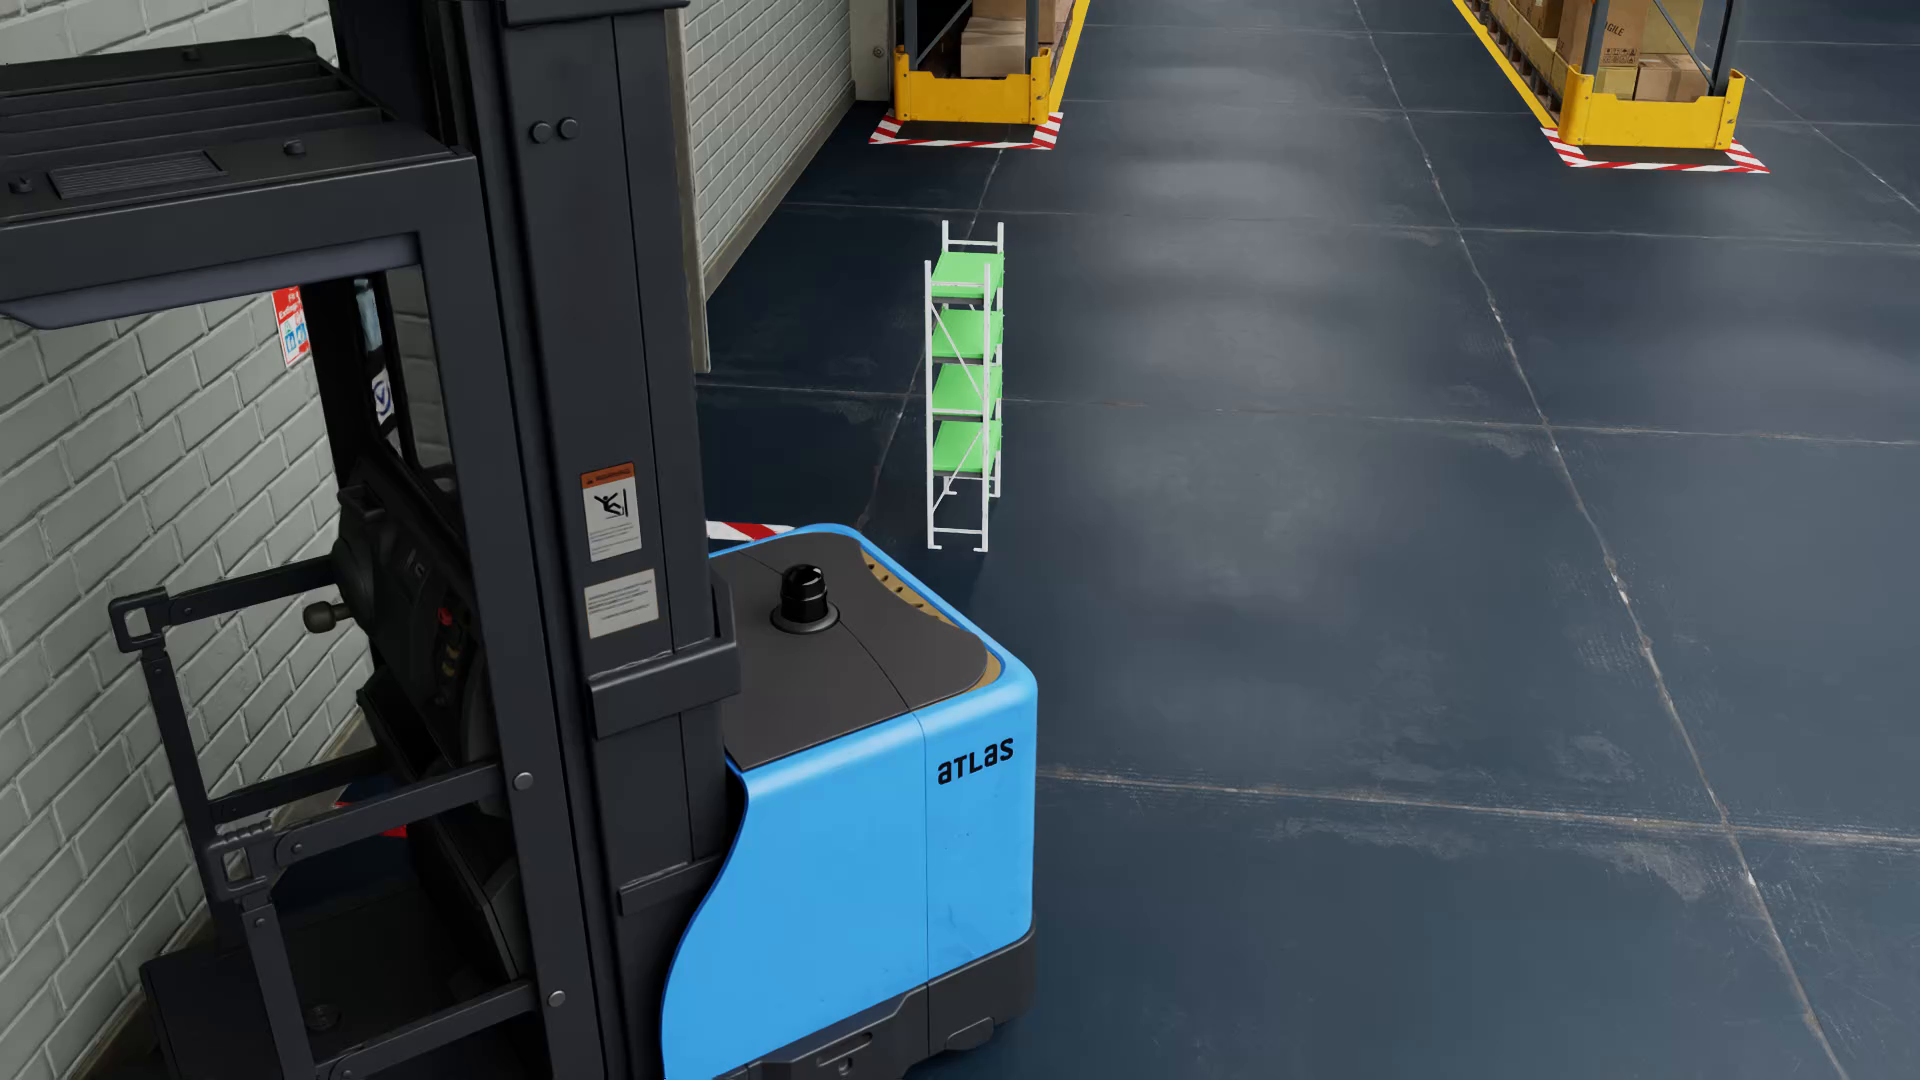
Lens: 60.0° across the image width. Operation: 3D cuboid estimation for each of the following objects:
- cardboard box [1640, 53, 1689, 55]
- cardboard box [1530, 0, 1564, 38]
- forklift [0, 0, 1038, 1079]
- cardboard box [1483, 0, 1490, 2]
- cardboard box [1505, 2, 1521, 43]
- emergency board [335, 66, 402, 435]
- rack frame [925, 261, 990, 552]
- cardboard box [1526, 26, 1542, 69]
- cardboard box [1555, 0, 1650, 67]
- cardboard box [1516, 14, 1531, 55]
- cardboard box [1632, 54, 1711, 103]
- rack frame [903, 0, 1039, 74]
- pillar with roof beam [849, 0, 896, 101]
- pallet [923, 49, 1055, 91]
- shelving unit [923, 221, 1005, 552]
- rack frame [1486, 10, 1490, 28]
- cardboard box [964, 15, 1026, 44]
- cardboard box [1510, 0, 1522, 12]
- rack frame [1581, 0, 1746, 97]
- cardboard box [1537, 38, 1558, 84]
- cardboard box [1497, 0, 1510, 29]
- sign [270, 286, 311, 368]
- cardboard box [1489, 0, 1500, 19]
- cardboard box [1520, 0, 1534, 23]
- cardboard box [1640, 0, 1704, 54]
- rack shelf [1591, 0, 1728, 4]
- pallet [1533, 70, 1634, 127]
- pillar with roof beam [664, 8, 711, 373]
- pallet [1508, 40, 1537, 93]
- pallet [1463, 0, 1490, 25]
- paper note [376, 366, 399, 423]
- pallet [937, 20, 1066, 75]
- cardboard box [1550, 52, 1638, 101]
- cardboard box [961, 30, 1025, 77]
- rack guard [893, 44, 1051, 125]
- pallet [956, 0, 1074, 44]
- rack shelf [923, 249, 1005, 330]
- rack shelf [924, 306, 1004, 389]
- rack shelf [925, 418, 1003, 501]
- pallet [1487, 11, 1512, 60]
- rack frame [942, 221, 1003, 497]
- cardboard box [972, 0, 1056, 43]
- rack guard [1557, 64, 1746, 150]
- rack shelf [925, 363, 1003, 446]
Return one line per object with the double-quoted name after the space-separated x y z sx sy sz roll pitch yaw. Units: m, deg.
5.343 -3.702 12.916 0.500 0.250 0.500 3 28 6 "cardboard box"
4.877 -4.299 13.232 0.500 0.500 0.500 3 28 6 "cardboard box"
-1.318 0.158 3.367 3.031 2.935 1.130 -17 33 -29 "forklift"
5.252 -5.322 15.923 0.500 0.250 0.500 3 28 6 "cardboard box"
4.999 -4.439 14.284 0.500 0.250 0.500 3 28 6 "cardboard box"
-1.766 -0.934 5.320 0.194 1.169 0.643 3 28 6 "emergency board"
-0.010 -0.491 6.397 0.240 1.200 0.015 3 28 6 "rack frame"
4.880 -3.969 13.410 0.500 0.250 0.500 3 28 6 "cardboard box"
4.769 -3.827 12.357 0.500 0.500 0.500 3 28 6 "cardboard box"
4.943 -4.204 13.847 0.500 0.250 0.500 3 28 6 "cardboard box"
5.285 -3.467 12.479 0.500 0.250 0.500 3 28 6 "cardboard box"
0.082 -4.539 12.013 1.000 3.000 0.127 3 28 6 "rack frame"
3.582 -7.310 10.831 9.100 9.000 0.400 3 28 6 "pillar with roof beam"
0.226 -3.728 13.447 1.003 0.211 1.213 3 28 6 "pallet"
0.020 -0.606 6.610 0.258 1.200 0.503 3 28 6 "shelving unit"
5.489 -6.136 14.977 1.000 3.000 0.127 3 28 6 "rack frame"
0.326 -4.138 13.639 0.500 0.311 0.500 6 29 10 "cardboard box"
4.999 -4.770 14.106 0.500 0.500 0.500 3 28 6 "cardboard box"
4.999 -4.253 11.482 1.000 3.000 0.127 3 28 6 "rack frame"
4.821 -3.733 12.973 0.500 0.250 0.500 3 28 6 "cardboard box"
5.065 -4.675 14.720 0.500 0.250 0.500 3 28 6 "cardboard box"
-1.937 -0.695 4.840 0.001 0.329 0.234 3 28 6 "sign"
5.131 -4.910 15.157 0.500 0.250 0.500 3 28 6 "cardboard box"
4.940 -4.534 13.669 0.500 0.500 0.500 3 28 6 "cardboard box"
5.345 -4.033 12.738 0.500 0.500 0.500 3 28 6 "cardboard box"
5.244 -4.878 13.400 1.077 0.370 4.000 3 28 6 "rack shelf"
5.051 -3.388 12.816 1.003 0.211 1.213 3 28 6 "pallet"
2.847 -4.486 5.588 9.100 9.000 0.400 3 28 6 "pillar with roof beam"
5.203 -3.961 13.879 1.003 0.211 1.213 3 28 6 "pallet"
5.541 -5.257 16.286 1.003 0.211 1.213 3 28 6 "pallet"
-1.857 -0.466 5.382 0.016 0.148 0.142 3 28 6 "paper note"
0.378 -4.300 14.510 1.003 0.211 1.213 3 28 6 "pallet"
4.771 -3.497 12.535 0.500 0.250 0.500 3 28 6 "cardboard box"
0.256 -3.870 13.141 0.500 0.311 0.500 0 28 0 "cardboard box"
0.091 -3.474 12.672 1.175 0.500 0.348 3 28 6 "rack guard"
0.525 -4.876 15.579 1.003 0.211 1.213 3 28 6 "pallet"
0.020 -0.972 6.413 0.258 0.148 0.480 3 28 6 "rack shelf"
0.020 -0.761 6.527 0.258 0.148 0.480 3 28 6 "rack shelf"
0.020 -0.339 6.754 0.258 0.148 0.480 3 28 6 "rack shelf"
5.350 -4.536 14.948 1.003 0.211 1.213 3 28 6 "pallet"
0.050 -0.721 6.823 0.240 1.200 0.015 3 28 6 "rack frame"
0.466 -4.564 14.230 0.700 0.500 0.500 2 28 3 "cardboard box"
4.996 -3.141 12.054 1.175 0.500 0.348 3 28 6 "rack guard"
0.020 -0.550 6.640 0.258 0.148 0.480 3 28 6 "rack shelf"
